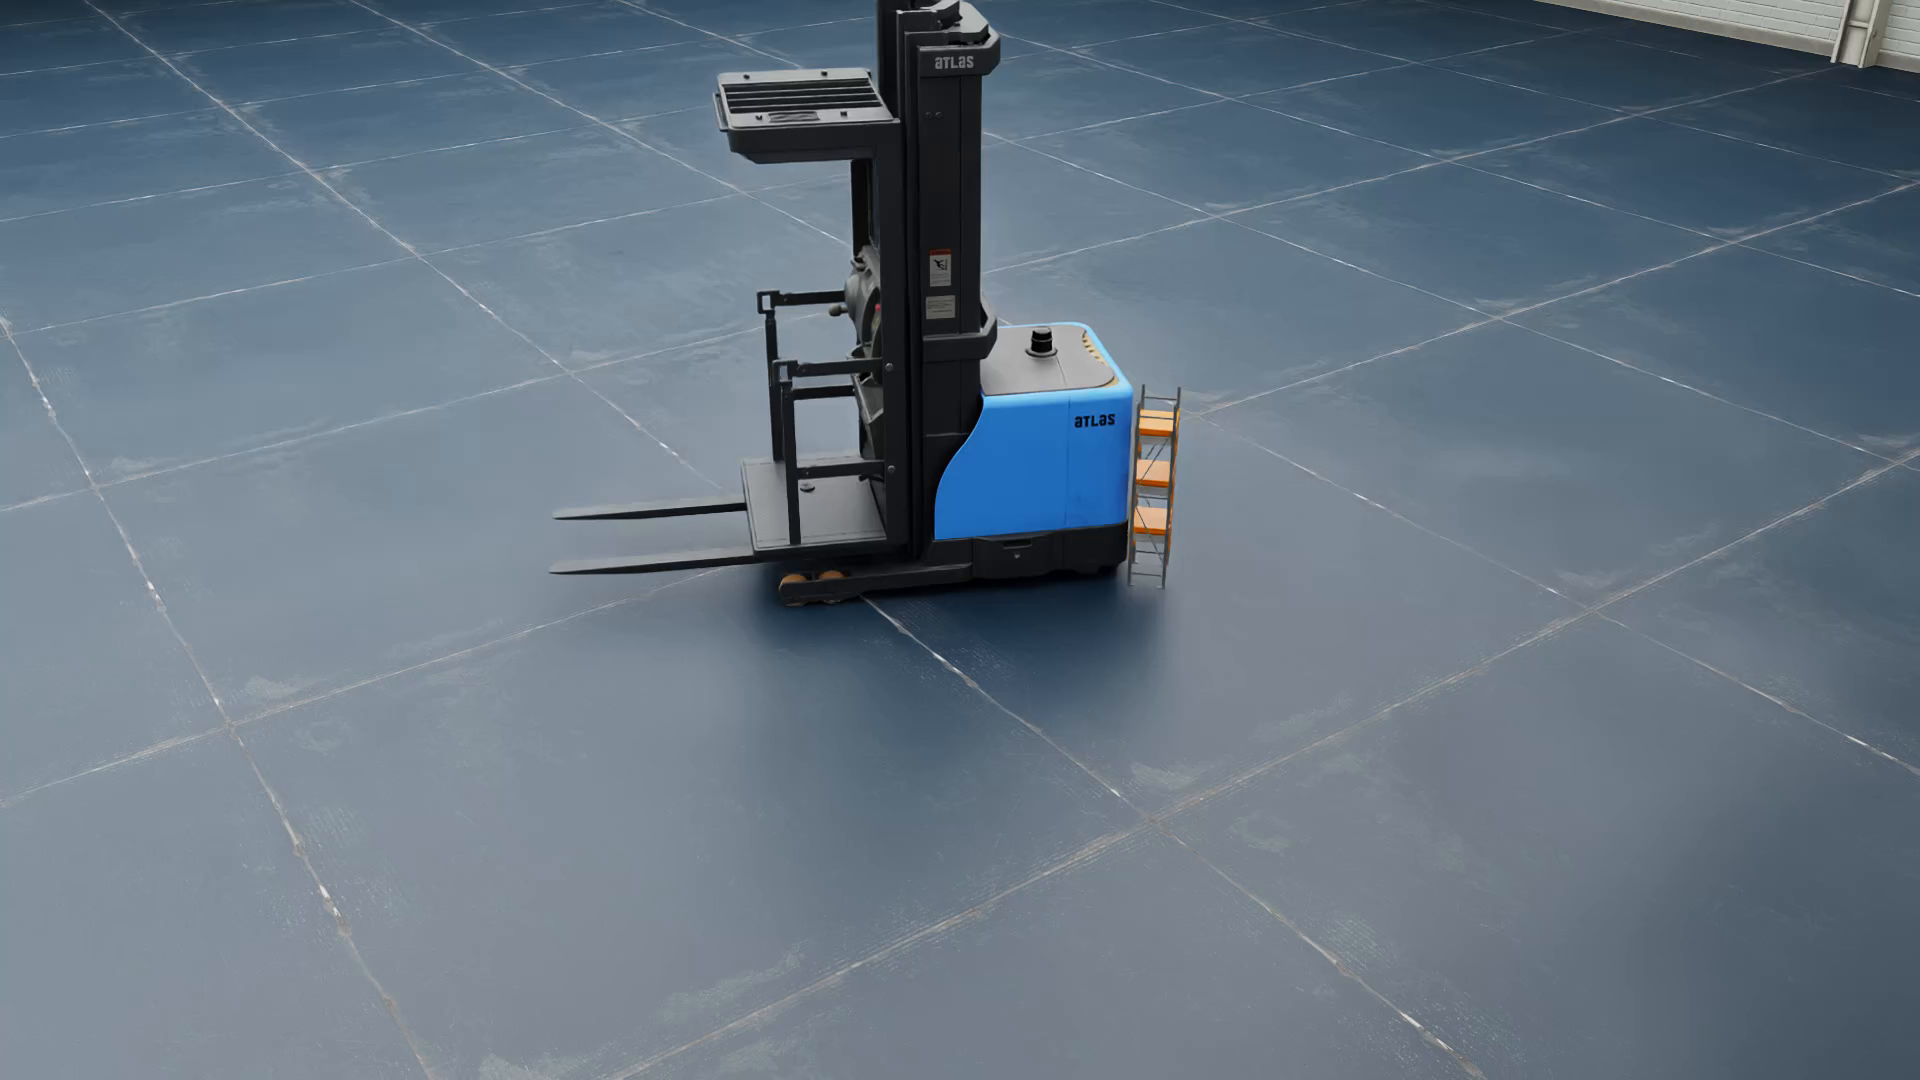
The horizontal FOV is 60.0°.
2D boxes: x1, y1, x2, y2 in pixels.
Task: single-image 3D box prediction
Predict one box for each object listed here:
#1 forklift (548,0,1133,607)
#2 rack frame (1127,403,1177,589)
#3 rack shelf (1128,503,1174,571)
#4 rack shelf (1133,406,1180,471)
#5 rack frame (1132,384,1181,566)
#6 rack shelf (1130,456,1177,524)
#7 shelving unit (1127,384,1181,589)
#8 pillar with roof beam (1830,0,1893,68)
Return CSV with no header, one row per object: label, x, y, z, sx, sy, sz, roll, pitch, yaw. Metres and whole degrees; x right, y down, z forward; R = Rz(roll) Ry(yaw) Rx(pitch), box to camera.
forklift,-0.669,-1.215,8.416,3.031,2.935,1.130,-5,29,-9
rack frame,0.984,-0.215,8.546,0.200,1.050,0.008,5,29,10
rack shelf,1.007,-0.019,8.789,0.215,0.259,0.240,5,29,10
rack shelf,1.007,-0.512,8.521,0.215,0.259,0.240,5,29,10
rack frame,1.030,-0.329,8.756,0.200,1.050,0.008,5,29,10
rack shelf,1.007,-0.263,8.656,0.215,0.259,0.240,5,29,10
shelving unit,1.007,-0.272,8.651,0.215,1.050,0.252,5,29,10
pillar with roof beam,7.019,-8.381,15.252,9.100,9.000,0.400,-19,34,-31
